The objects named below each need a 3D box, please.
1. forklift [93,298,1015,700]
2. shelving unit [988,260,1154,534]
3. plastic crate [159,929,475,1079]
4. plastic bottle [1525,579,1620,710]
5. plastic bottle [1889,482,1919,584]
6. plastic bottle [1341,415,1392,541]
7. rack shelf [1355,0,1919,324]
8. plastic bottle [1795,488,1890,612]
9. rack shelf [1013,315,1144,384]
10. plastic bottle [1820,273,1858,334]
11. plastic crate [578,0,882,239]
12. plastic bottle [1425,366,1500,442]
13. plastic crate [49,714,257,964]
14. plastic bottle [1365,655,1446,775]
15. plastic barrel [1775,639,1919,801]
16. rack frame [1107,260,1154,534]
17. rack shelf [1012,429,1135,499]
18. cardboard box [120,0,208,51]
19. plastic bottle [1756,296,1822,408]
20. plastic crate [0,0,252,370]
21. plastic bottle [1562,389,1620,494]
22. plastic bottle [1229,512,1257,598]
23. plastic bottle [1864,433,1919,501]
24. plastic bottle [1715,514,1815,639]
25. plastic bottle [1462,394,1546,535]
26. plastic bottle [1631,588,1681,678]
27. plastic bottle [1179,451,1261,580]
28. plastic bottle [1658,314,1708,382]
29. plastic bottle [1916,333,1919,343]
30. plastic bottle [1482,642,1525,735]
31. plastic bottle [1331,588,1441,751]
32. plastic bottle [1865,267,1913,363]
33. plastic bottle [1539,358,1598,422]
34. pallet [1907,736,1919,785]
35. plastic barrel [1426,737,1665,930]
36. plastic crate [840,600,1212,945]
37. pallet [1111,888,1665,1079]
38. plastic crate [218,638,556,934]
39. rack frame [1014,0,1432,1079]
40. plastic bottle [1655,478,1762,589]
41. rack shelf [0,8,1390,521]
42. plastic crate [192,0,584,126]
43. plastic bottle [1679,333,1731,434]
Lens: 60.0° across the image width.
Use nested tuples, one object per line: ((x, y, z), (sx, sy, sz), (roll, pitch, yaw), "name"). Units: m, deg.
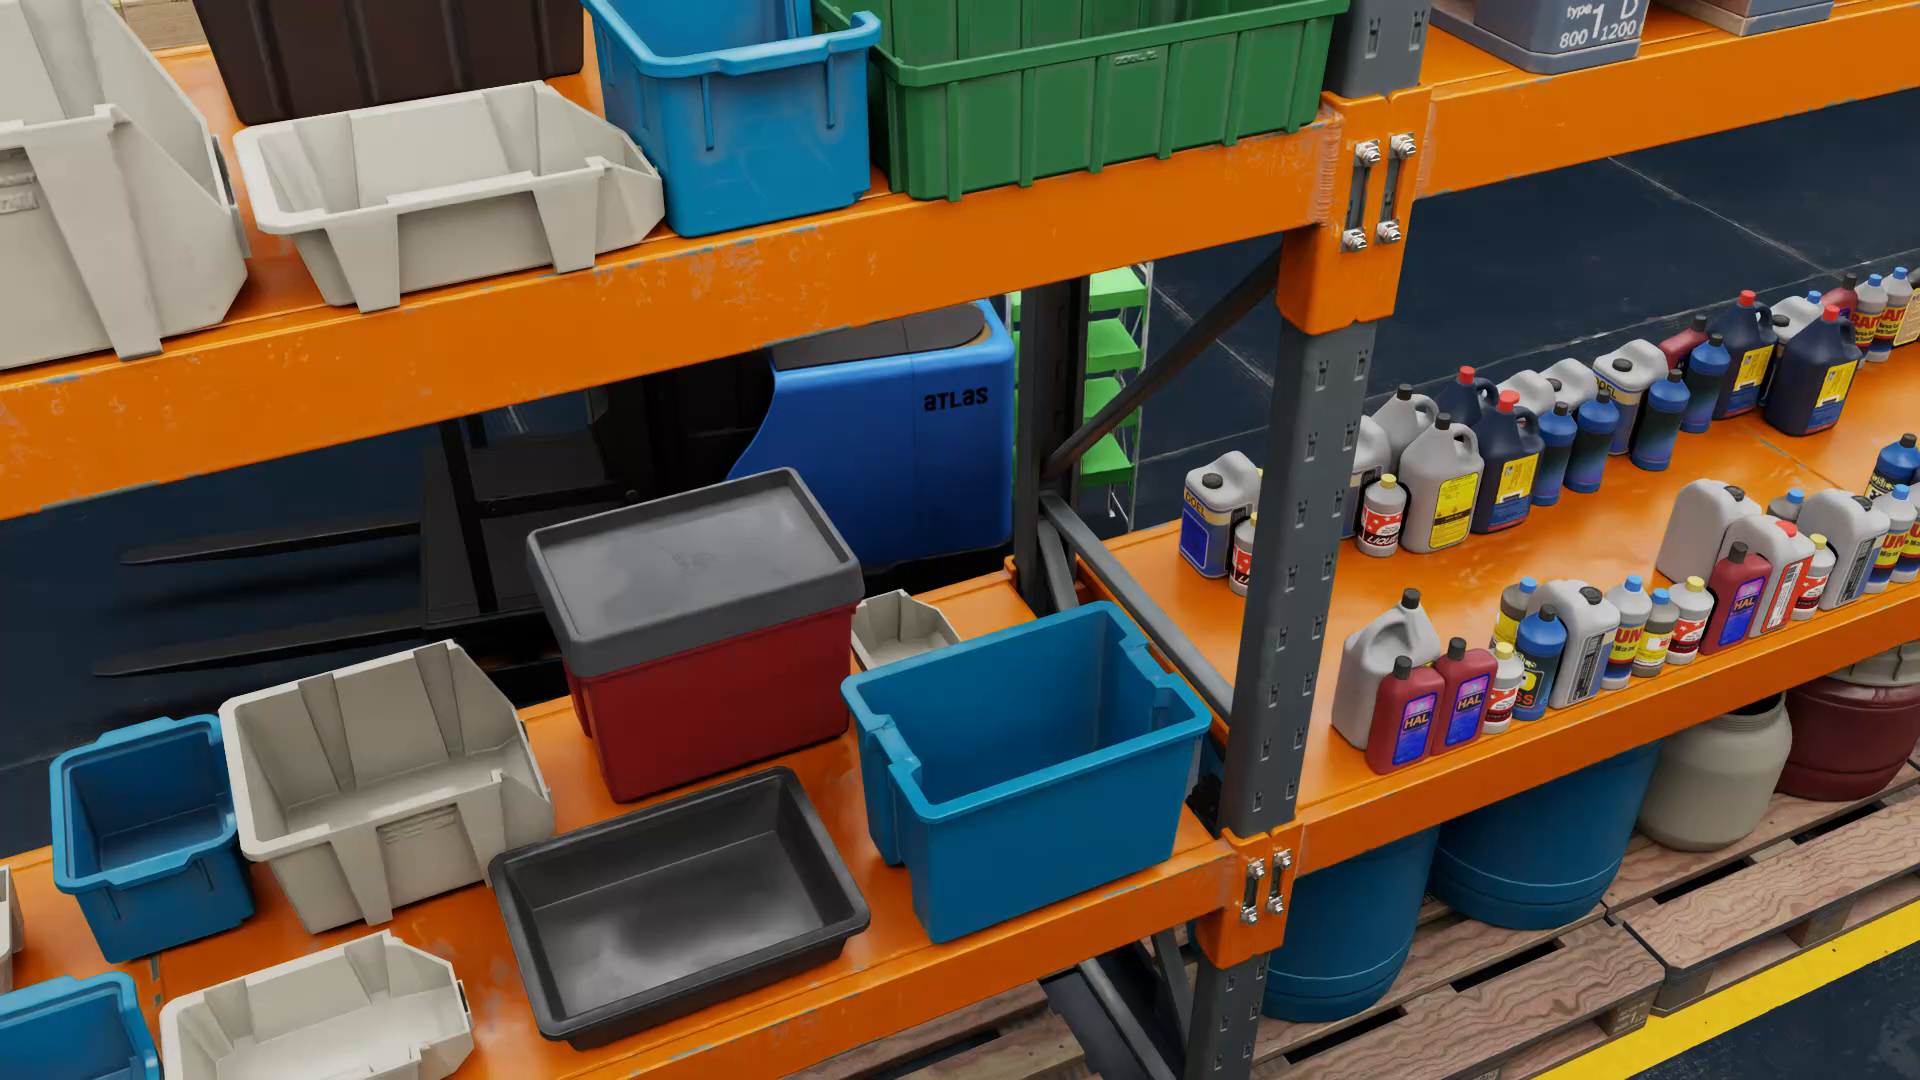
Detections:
((-1.383, -0.989, 5.123), (3.031, 2.935, 1.130), (-9, 37, -12), "forklift")
((0.370, -0.492, 5.906), (0.503, 1.200, 0.258), (-9, 37, -12), "shelving unit")
((-1.056, 0.843, 2.767), (0.466, 0.136, 0.293), (-16, 39, -20), "plastic crate")
((1.305, 0.204, 3.562), (0.135, 0.276, 0.152), (-16, 39, -20), "plastic bottle")
((2.227, -0.034, 3.886), (0.097, 0.271, 0.097), (0, 37, 0), "plastic bottle")
((0.943, -0.159, 4.050), (0.135, 0.276, 0.152), (-16, 39, -20), "plastic bottle")
((2.204, -1.264, 3.522), (4.000, 0.370, 1.077), (-16, 39, -20), "rack shelf")
((2.022, 0.003, 3.832), (0.135, 0.276, 0.152), (-16, 39, -20), "plastic bottle")
((0.370, -0.634, 5.801), (0.480, 0.148, 0.258), (-9, 37, -12), "rack shelf")
((2.420, -0.604, 4.645), (0.133, 0.283, 0.061), (-16, 39, -20), "plastic bottle")
((-0.295, -0.577, 2.132), (0.300, 0.233, 0.416), (-16, 39, -20), "plastic crate")
((1.253, -0.278, 4.148), (0.185, 0.351, 0.144), (-16, 39, -20), "plastic bottle")
((-1.478, 0.556, 3.073), (0.300, 0.233, 0.416), (-16, 39, -20), "plastic crate")
((0.906, 0.342, 3.369), (0.133, 0.283, 0.061), (-16, 39, -20), "plastic bottle")
((2.556, 0.364, 4.912), (0.708, 0.588, 0.600), (-16, 39, -20), "plastic barrel")
((0.606, -0.529, 5.956), (0.015, 1.200, 0.240), (-9, 37, -12), "rack frame")
((0.370, -0.248, 6.087), (0.480, 0.148, 0.258), (-9, 37, -12), "rack shelf")
((-2.929, -2.057, 6.382), (0.500, 0.250, 0.500), (-15, 39, -19), "cardboard box")
((2.230, -0.518, 4.535), (0.135, 0.276, 0.152), (-16, 39, -20), "plastic bottle")
((-1.090, -0.381, 1.827), (0.530, 0.282, 0.437), (-16, 39, -20), "plastic crate")
((1.591, -0.256, 4.185), (0.097, 0.271, 0.097), (0, 37, 0), "plastic bottle")
((0.682, 0.026, 3.863), (0.097, 0.201, 0.097), (0, 37, 0), "plastic bottle")
((2.254, -0.137, 4.024), (0.097, 0.271, 0.097), (0, 37, 0), "plastic bottle")
((1.812, 0.062, 3.753), (0.135, 0.276, 0.152), (-16, 39, -20), "plastic bottle")
((1.315, -0.200, 4.043), (0.185, 0.351, 0.144), (-16, 39, -20), "plastic bottle")
((1.510, 0.194, 3.637), (0.097, 0.201, 0.097), (0, 37, 0), "plastic bottle")
((0.612, -0.066, 3.925), (0.135, 0.276, 0.152), (-16, 39, -20), "plastic bottle")
((1.922, -0.465, 4.457), (0.133, 0.283, 0.061), (-16, 39, -20), "plastic bottle")
((2.829, -0.674, 4.807), (0.097, 0.201, 0.097), (0, 37, 0), "plastic bottle")
((1.124, 0.302, 3.491), (0.097, 0.201, 0.097), (0, 37, 0), "plastic bottle")
((0.886, 0.253, 3.432), (0.185, 0.351, 0.144), (-16, 39, -20), "plastic bottle")
((2.620, -0.644, 4.708), (0.097, 0.271, 0.097), (0, 37, 0), "plastic bottle")
((1.522, -0.320, 4.268), (0.135, 0.276, 0.152), (-16, 39, -20), "plastic bottle")
((3.318, 0.488, 5.415), (1.213, 0.211, 1.003), (-16, 39, -20), "pallet")
((1.534, 0.525, 4.434), (0.708, 0.901, 0.600), (-16, 39, -20), "plastic barrel")
((0.115, 0.443, 3.098), (0.575, 0.384, 0.392), (-16, 39, -20), "plastic crate")
((1.109, 1.105, 4.583), (1.213, 0.211, 1.003), (-16, 39, -20), "pallet")
((-1.068, 0.469, 3.149), (0.530, 0.282, 0.437), (-16, 39, -20), "plastic crate")
((0.393, 0.158, 3.519), (0.127, 3.000, 1.000), (-16, 39, -20), "rack frame")
((1.747, -0.020, 3.863), (0.135, 0.276, 0.152), (-16, 39, -20), "plastic bottle")
((-1.417, -0.251, 2.157), (4.000, 0.370, 1.077), (-16, 39, -20), "rack shelf")
((-0.848, -0.828, 2.440), (0.590, 0.269, 0.497), (-16, 39, -20), "plastic crate")
((1.971, -0.422, 4.409), (0.097, 0.271, 0.097), (0, 37, 0), "plastic bottle")
